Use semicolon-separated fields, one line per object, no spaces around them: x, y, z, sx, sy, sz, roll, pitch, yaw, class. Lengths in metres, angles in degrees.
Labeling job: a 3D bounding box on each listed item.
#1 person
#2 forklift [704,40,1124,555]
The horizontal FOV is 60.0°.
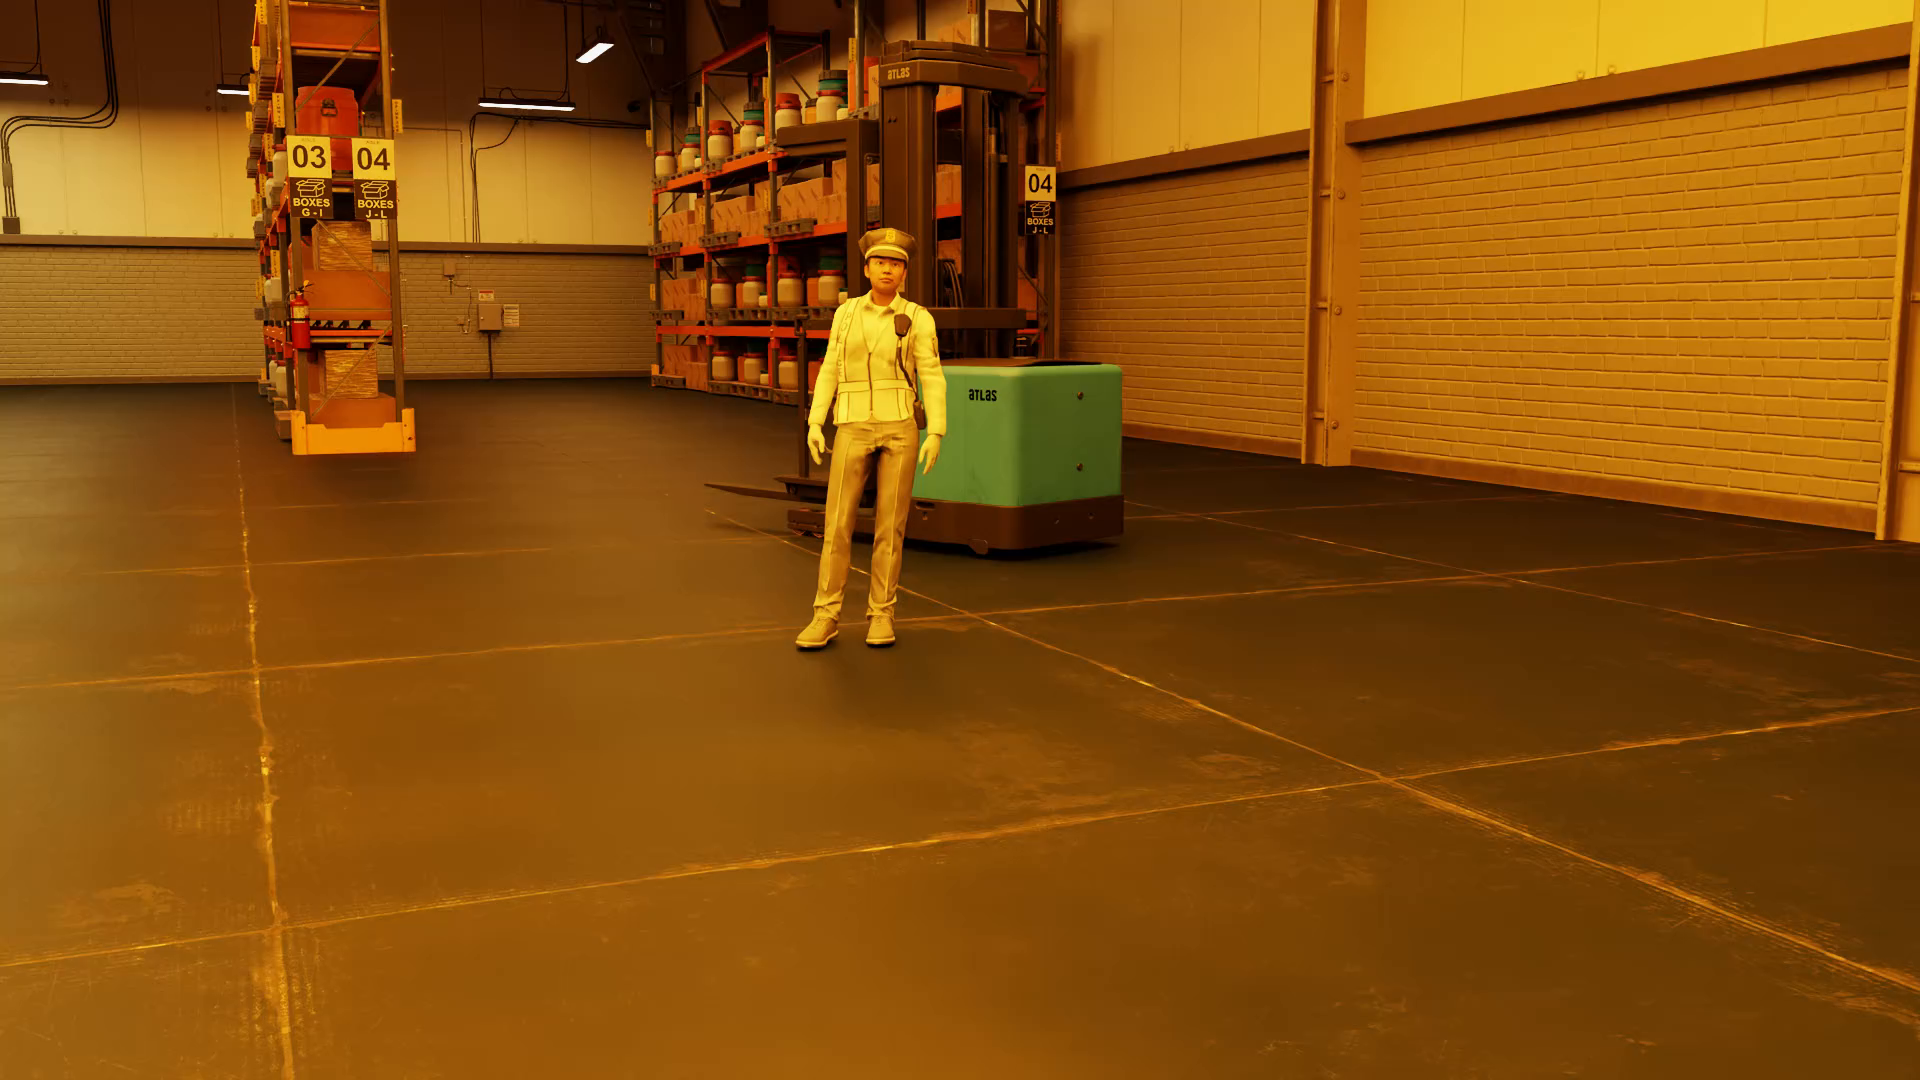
-0.354;-0.425;6.837;0.588;1.697;0.534;1;8;8;person
-0.436;-1.509;10.383;3.031;2.935;1.130;7;10;44;forklift
